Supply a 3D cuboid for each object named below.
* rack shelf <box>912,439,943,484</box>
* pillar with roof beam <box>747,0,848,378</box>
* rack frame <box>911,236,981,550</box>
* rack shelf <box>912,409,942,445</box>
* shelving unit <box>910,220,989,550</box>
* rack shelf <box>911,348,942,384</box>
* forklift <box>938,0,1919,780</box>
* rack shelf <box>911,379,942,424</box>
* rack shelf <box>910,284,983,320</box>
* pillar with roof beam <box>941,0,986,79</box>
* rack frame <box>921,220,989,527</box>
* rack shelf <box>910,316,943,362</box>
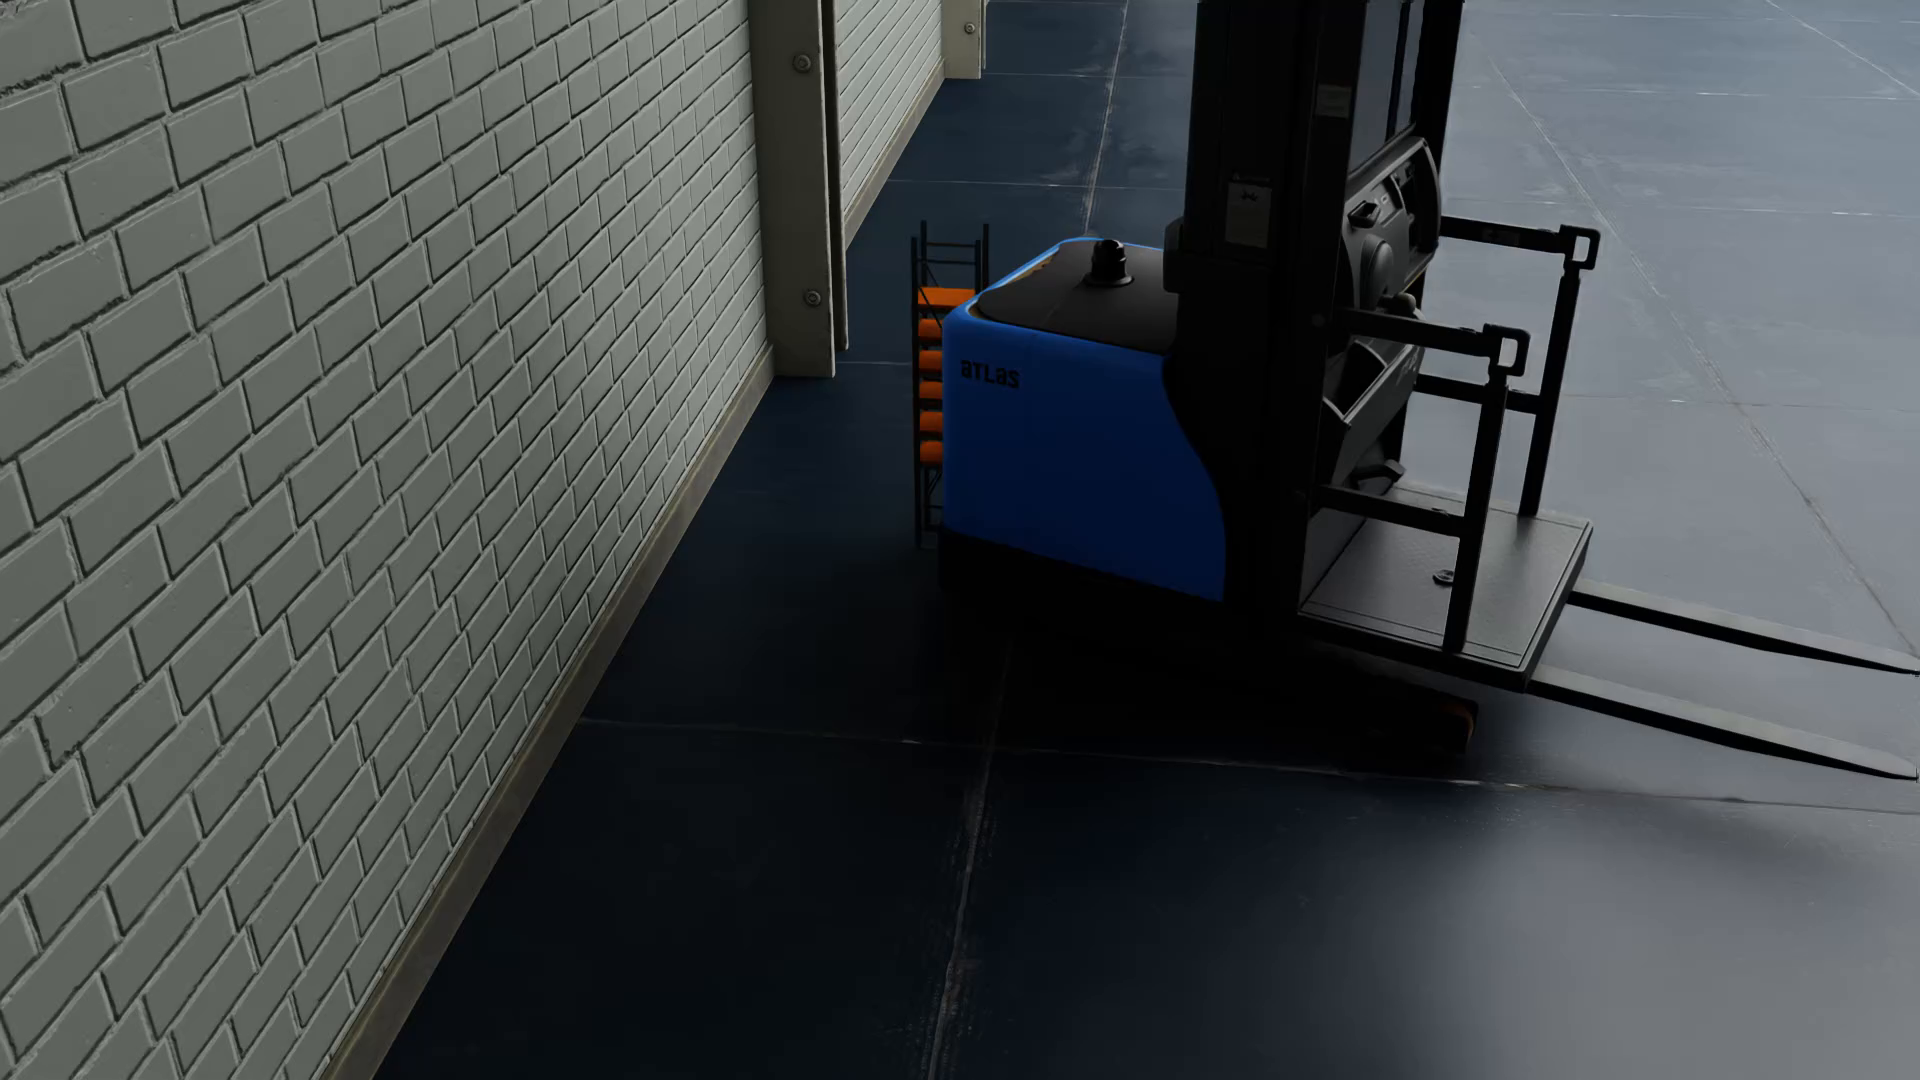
[{"bbox_3d":[-0.031,-0.281,6.106,0.258,0.103,0.180,4,29,8],"label":"rack shelf"},{"bbox_3d":[3.561,-4.559,5.225,9.100,9.000,0.400,3,28,6],"label":"pillar with roof beam"},{"bbox_3d":[-0.046,-0.488,5.891,0.240,1.200,0.006,4,29,8],"label":"rack frame"},{"bbox_3d":[-0.031,-0.386,6.049,0.258,0.103,0.180,4,29,8],"label":"rack shelf"},{"bbox_3d":[-0.032,-0.531,5.971,0.258,1.200,0.189,4,29,8],"label":"shelving unit"},{"bbox_3d":[-0.032,-0.598,5.935,0.258,0.103,0.180,4,29,8],"label":"rack shelf"},{"bbox_3d":[1.466,-0.925,4.878,3.031,2.935,1.130,15,32,25],"label":"forklift"},{"bbox_3d":[-0.032,-0.492,5.992,0.258,0.103,0.180,4,29,8],"label":"rack shelf"},{"bbox_3d":[-0.032,-0.809,5.821,0.258,0.103,0.180,4,29,8],"label":"rack shelf"},{"bbox_3d":[4.296,-7.383,10.467,9.100,9.000,0.400,3,28,6],"label":"pillar with roof beam"},{"bbox_3d":[-0.017,-0.574,6.050,0.240,1.200,0.006,4,29,8],"label":"rack frame"},{"bbox_3d":[-0.032,-0.703,5.878,0.258,0.103,0.180,4,29,8],"label":"rack shelf"}]
